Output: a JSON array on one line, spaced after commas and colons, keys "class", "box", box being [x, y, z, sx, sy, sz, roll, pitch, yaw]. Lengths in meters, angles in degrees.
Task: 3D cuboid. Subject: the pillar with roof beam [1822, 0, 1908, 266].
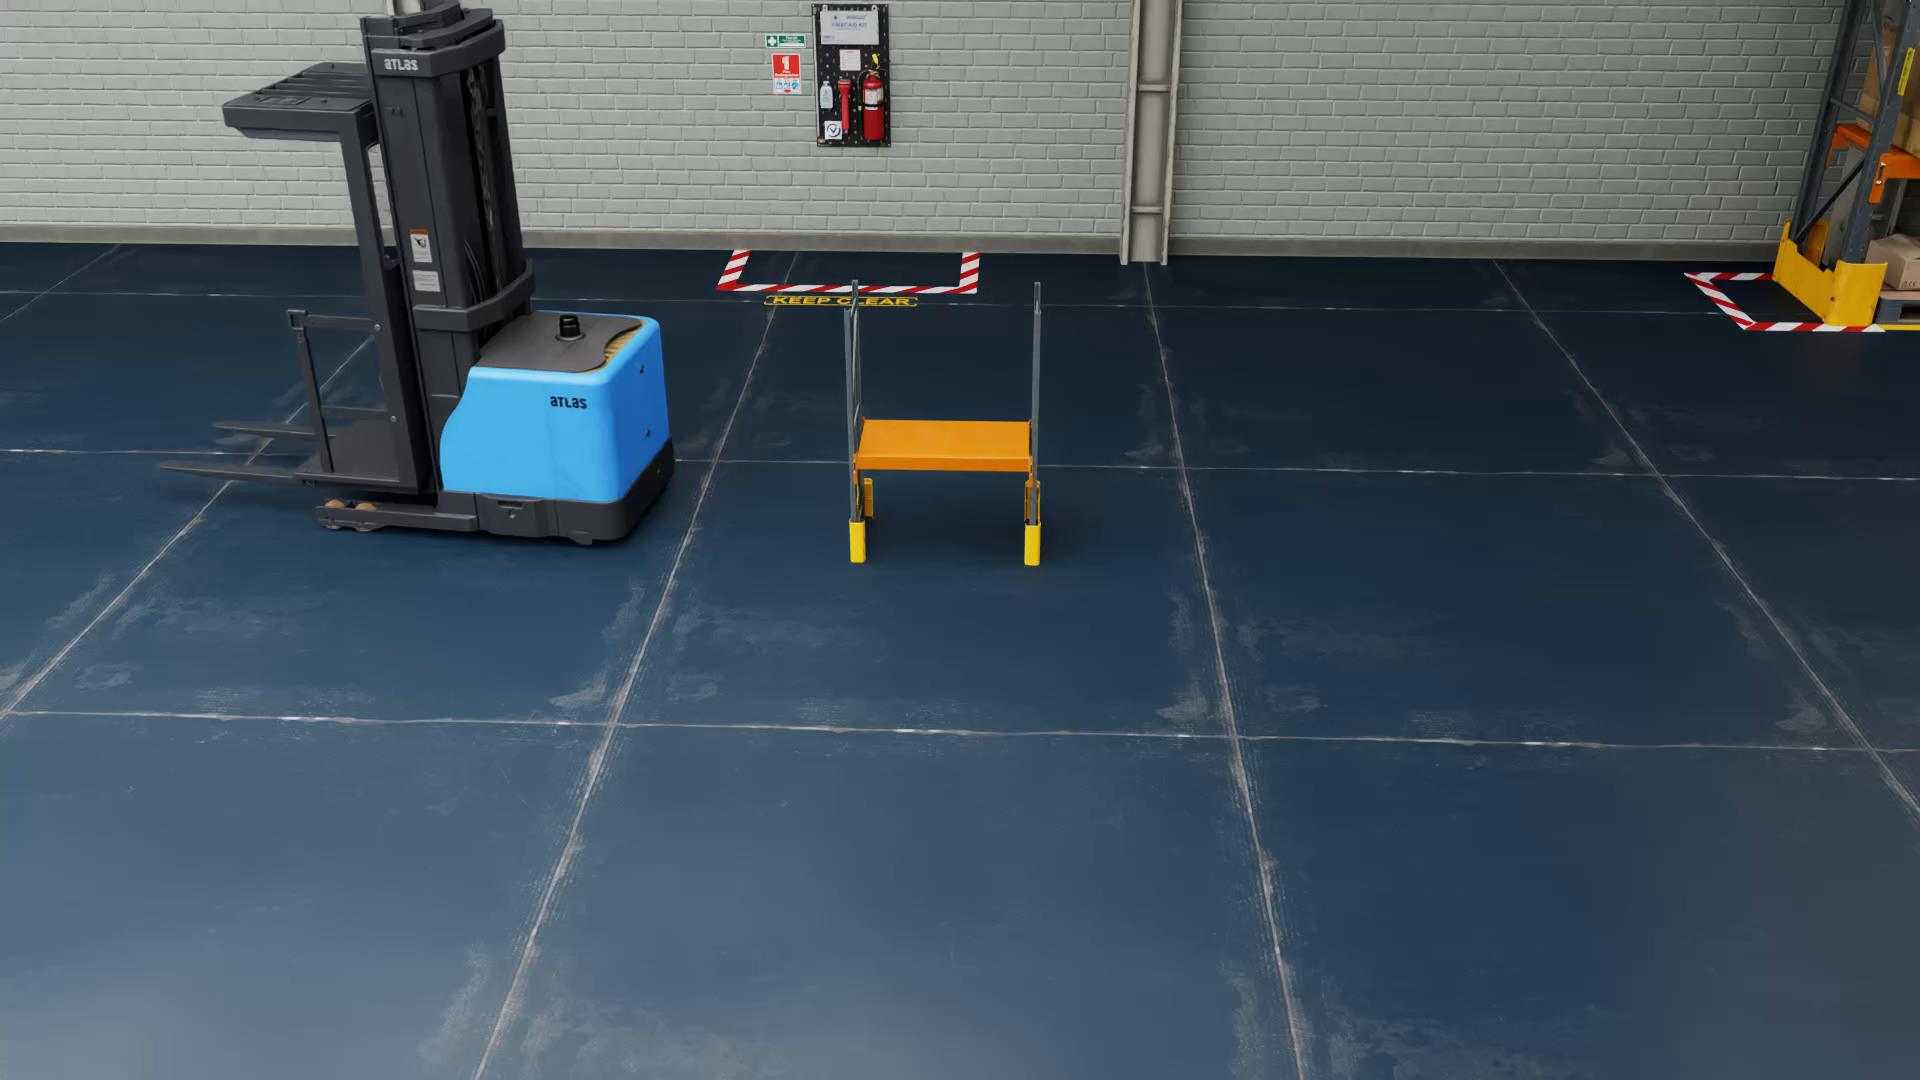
[{"class": "pillar with roof beam", "box": [7.421, -4.281, 8.217, 0.400, 9.000, 9.100, 1, 28, 2]}]

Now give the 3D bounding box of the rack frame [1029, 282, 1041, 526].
[{"class": "rack frame", "box": [0.423, -0.656, 9.386, 0.032, 1.500, 0.500, 1, 28, 2]}]

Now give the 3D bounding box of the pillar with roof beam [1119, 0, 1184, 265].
[{"class": "pillar with roof beam", "box": [1.424, -4.380, 8.404, 0.400, 9.000, 9.100, 1, 28, 2]}]

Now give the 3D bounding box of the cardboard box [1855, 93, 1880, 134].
[{"class": "cardboard box", "box": [7.316, -3.277, 12.869, 0.500, 0.250, 0.500, 1, 28, 3]}]

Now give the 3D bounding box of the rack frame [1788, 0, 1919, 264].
[{"class": "rack frame", "box": [6.842, -3.252, 12.682, 0.127, 3.000, 1.000, 1, 28, 2]}]

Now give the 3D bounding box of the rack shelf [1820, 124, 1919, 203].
[{"class": "rack shelf", "box": [8.841, -2.901, 12.788, 4.000, 0.370, 1.077, 1, 28, 2]}]

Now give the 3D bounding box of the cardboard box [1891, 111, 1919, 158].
[{"class": "cardboard box", "box": [7.319, -3.038, 12.417, 0.500, 0.250, 0.500, 0, 28, 0]}]

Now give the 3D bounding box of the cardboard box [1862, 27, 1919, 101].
[{"class": "cardboard box", "box": [7.321, -3.617, 12.710, 0.500, 0.500, 0.500, 1, 28, 1]}]

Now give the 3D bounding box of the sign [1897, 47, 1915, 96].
[{"class": "sign", "box": [6.823, -3.380, 12.000, 0.005, 0.325, 0.100, 1, 28, 2]}]

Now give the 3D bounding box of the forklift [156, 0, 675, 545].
[{"class": "forklift", "box": [-3.350, -1.582, 9.605, 3.031, 2.935, 1.130, 5, 28, 9]}]

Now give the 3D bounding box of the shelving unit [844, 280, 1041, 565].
[{"class": "shelving unit", "box": [-0.076, -0.664, 9.401, 1.083, 1.500, 0.587, 1, 28, 2]}]

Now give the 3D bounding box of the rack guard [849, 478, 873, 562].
[{"class": "rack guard", "box": [-0.574, -0.120, 9.709, 0.087, 0.250, 0.587, 1, 28, 2]}]

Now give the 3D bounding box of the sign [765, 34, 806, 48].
[{"class": "sign", "box": [-1.437, -4.106, 13.689, 0.331, 0.109, 0.001, 1, 28, 2]}]

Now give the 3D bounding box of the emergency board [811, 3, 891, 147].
[{"class": "emergency board", "box": [-0.892, -3.803, 13.722, 0.643, 1.169, 0.194, 1, 28, 2]}]

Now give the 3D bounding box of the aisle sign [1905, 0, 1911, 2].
[{"class": "aisle sign", "box": [6.760, -4.261, 11.810, 0.004, 0.787, 0.394, 1, 28, 2]}]

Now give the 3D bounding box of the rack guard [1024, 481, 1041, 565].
[{"class": "rack guard", "box": [0.422, -0.103, 9.678, 0.087, 0.250, 0.587, 1, 28, 2]}]

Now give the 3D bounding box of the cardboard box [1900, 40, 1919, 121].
[{"class": "cardboard box", "box": [7.309, -3.377, 12.256, 0.500, 0.500, 0.500, 1, 28, 2]}]

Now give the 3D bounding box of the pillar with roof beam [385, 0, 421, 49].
[{"class": "pillar with roof beam", "box": [-4.572, -4.479, 8.592, 0.400, 9.000, 9.100, 1, 28, 2]}]

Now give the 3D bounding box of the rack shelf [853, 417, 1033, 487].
[{"class": "rack shelf", "box": [-0.085, -0.505, 9.486, 1.000, 0.185, 0.538, 1, 28, 2]}]

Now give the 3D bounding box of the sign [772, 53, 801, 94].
[{"class": "sign", "box": [-1.441, -3.876, 13.821, 0.234, 0.329, 0.001, 1, 28, 2]}]

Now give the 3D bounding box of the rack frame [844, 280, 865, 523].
[{"class": "rack frame", "box": [-0.593, -0.672, 9.417, 0.032, 1.500, 0.500, 1, 28, 2]}]

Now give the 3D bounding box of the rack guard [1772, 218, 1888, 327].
[{"class": "rack guard", "box": [6.918, -2.146, 13.265, 0.348, 0.500, 1.175, 1, 28, 2]}]

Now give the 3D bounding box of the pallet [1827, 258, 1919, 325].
[{"class": "pallet", "box": [7.729, -1.989, 13.276, 1.213, 0.211, 1.003, 1, 28, 2]}]

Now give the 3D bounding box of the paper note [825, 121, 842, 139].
[{"class": "paper note", "box": [-1.067, -3.449, 13.994, 0.142, 0.148, 0.016, 1, 28, 2]}]

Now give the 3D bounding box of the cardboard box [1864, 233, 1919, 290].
[{"class": "cardboard box", "box": [7.531, -2.205, 13.107, 0.500, 0.311, 0.500, -2, 28, -4]}]
